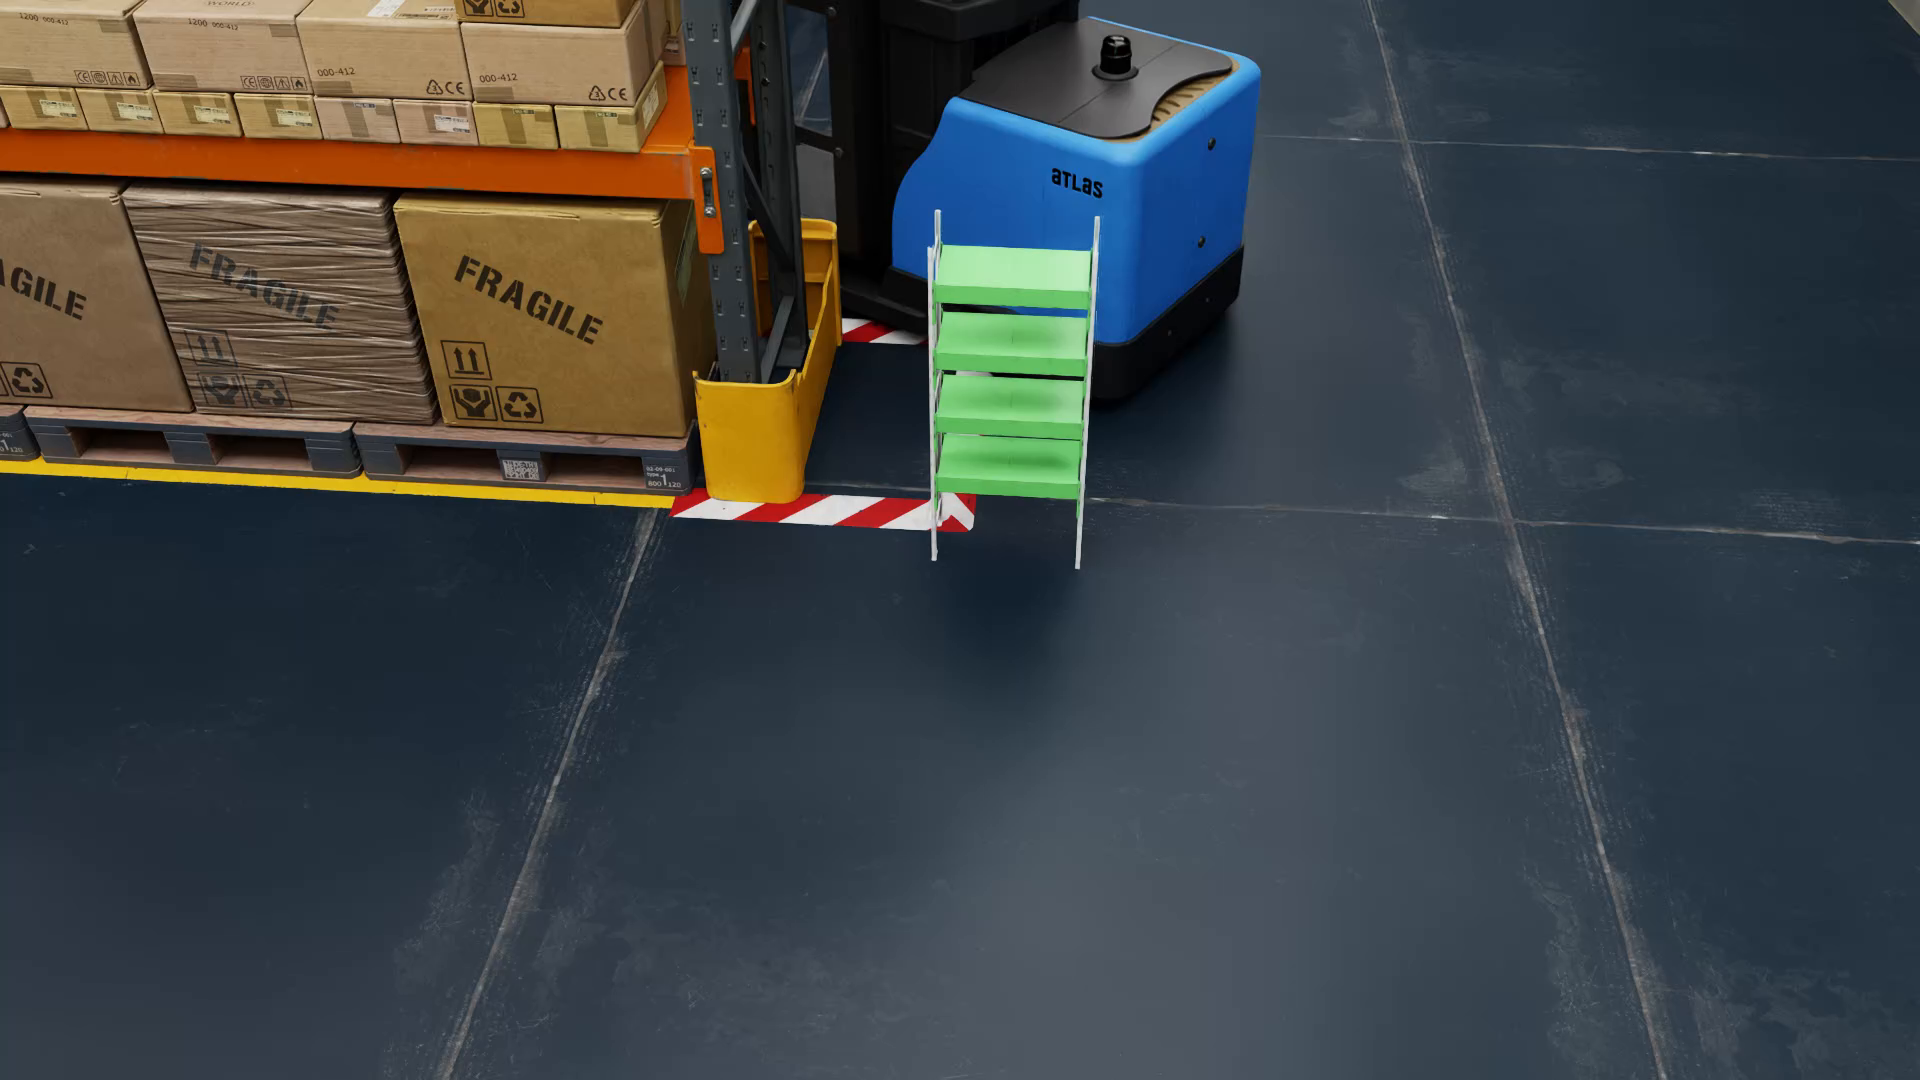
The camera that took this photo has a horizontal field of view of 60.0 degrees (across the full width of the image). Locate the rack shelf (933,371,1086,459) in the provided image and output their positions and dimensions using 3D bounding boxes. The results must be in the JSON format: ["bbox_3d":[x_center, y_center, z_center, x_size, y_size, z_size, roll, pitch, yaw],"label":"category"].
[{"bbox_3d":[0.165,-0.407,5.400,0.480,0.148,0.258,3,39,4],"label":"rack shelf"}]

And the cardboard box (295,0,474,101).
[{"bbox_3d":[-1.728,-1.611,5.237,0.500,0.250,0.500,2,39,3],"label":"cardboard box"}]

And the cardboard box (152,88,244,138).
[{"bbox_3d":[-2.376,-1.450,5.354,0.250,0.149,0.380,3,39,4],"label":"cardboard box"}]

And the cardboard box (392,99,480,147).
[{"bbox_3d":[-1.610,-1.409,5.304,0.250,0.149,0.380,3,39,4],"label":"cardboard box"}]

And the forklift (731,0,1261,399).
[{"bbox_3d":[-0.343,-2.406,6.385,3.031,2.935,1.130,24,45,27],"label":"forklift"}]

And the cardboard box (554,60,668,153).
[{"bbox_3d":[-1.100,-1.382,5.270,0.250,0.149,0.380,4,39,5],"label":"cardboard box"}]

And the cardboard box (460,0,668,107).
[{"bbox_3d":[-1.222,-1.583,5.202,0.500,0.250,0.500,3,39,3],"label":"cardboard box"}]

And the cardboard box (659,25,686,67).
[{"bbox_3d":[-1.042,-1.796,5.779,0.250,0.149,0.380,4,39,4],"label":"cardboard box"}]

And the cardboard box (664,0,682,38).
[{"bbox_3d":[-1.172,-1.920,5.616,0.500,0.250,0.500,2,39,3],"label":"cardboard box"}]

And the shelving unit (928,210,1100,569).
[{"bbox_3d":[0.165,-0.456,5.360,0.503,1.200,0.258,3,39,4],"label":"shelving unit"}]

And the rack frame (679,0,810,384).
[{"bbox_3d":[-0.717,-1.667,5.421,0.127,3.000,1.000,3,39,4],"label":"rack frame"}]

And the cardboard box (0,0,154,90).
[{"bbox_3d":[-2.754,-1.665,5.302,0.500,0.250,0.500,3,39,4],"label":"cardboard box"}]

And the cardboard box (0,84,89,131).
[{"bbox_3d":[-2.883,-1.478,5.389,0.250,0.149,0.380,2,39,3],"label":"cardboard box"}]

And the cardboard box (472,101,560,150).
[{"bbox_3d":[-1.359,-1.395,5.286,0.250,0.149,0.380,4,39,4],"label":"cardboard box"}]

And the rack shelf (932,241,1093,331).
[{"bbox_3d":[0.165,-0.779,5.097,0.480,0.148,0.258,3,39,4],"label":"rack shelf"}]

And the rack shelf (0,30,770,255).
[{"bbox_3d":[-2.709,-1.497,5.782,4.000,0.370,1.077,3,39,4],"label":"rack shelf"}]

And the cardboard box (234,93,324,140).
[{"bbox_3d":[-2.118,-1.436,5.337,0.250,0.149,0.380,2,39,3],"label":"cardboard box"}]

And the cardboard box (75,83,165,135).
[{"bbox_3d":[-2.623,-1.465,5.373,0.250,0.149,0.380,4,39,5],"label":"cardboard box"}]

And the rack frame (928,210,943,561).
[{"bbox_3d":[-0.078,-0.470,5.376,0.015,1.200,0.240,3,39,4],"label":"rack frame"}]

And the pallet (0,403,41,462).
[{"bbox_3d":[-3.951,-0.712,6.458,1.213,0.211,1.003,3,39,4],"label":"pallet"}]

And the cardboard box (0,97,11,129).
[{"bbox_3d":[-3.144,-1.492,5.405,0.250,0.149,0.380,4,39,4],"label":"cardboard box"}]

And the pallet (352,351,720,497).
[{"bbox_3d":[-1.520,-0.579,6.295,1.213,0.211,1.003,3,39,4],"label":"pallet"}]

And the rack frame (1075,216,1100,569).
[{"bbox_3d":[0.408,-0.443,5.344,0.015,1.200,0.240,3,39,4],"label":"rack frame"}]

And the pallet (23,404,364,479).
[{"bbox_3d":[-2.732,-0.648,6.378,1.213,0.211,1.003,3,39,4],"label":"pallet"}]

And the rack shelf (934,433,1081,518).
[{"bbox_3d":[0.165,-0.221,5.552,0.480,0.148,0.258,3,39,4],"label":"rack shelf"}]

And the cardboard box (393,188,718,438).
[{"bbox_3d":[-1.361,-0.990,5.941,0.875,0.875,0.875,3,39,4],"label":"cardboard box"}]

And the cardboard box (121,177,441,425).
[{"bbox_3d":[-2.268,-1.040,6.001,0.875,0.875,0.875,3,39,4],"label":"cardboard box"}]

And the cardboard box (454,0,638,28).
[{"bbox_3d":[-1.225,-1.876,4.968,0.500,0.500,0.500,4,39,4],"label":"cardboard box"}]

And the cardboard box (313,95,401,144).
[{"bbox_3d":[-1.859,-1.423,5.321,0.250,0.149,0.380,4,39,5],"label":"cardboard box"}]

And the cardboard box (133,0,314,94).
[{"bbox_3d":[-2.235,-1.639,5.271,0.500,0.250,0.500,2,39,2],"label":"cardboard box"}]

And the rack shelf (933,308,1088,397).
[{"bbox_3d":[0.165,-0.593,5.249,0.480,0.148,0.258,3,39,4],"label":"rack shelf"}]

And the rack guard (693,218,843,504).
[{"bbox_3d":[-0.693,-0.696,6.209,0.348,0.500,1.175,3,39,4],"label":"rack guard"}]

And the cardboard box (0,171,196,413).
[{"bbox_3d":[-3.154,-1.088,6.061,0.875,0.875,0.875,3,39,4],"label":"cardboard box"}]
